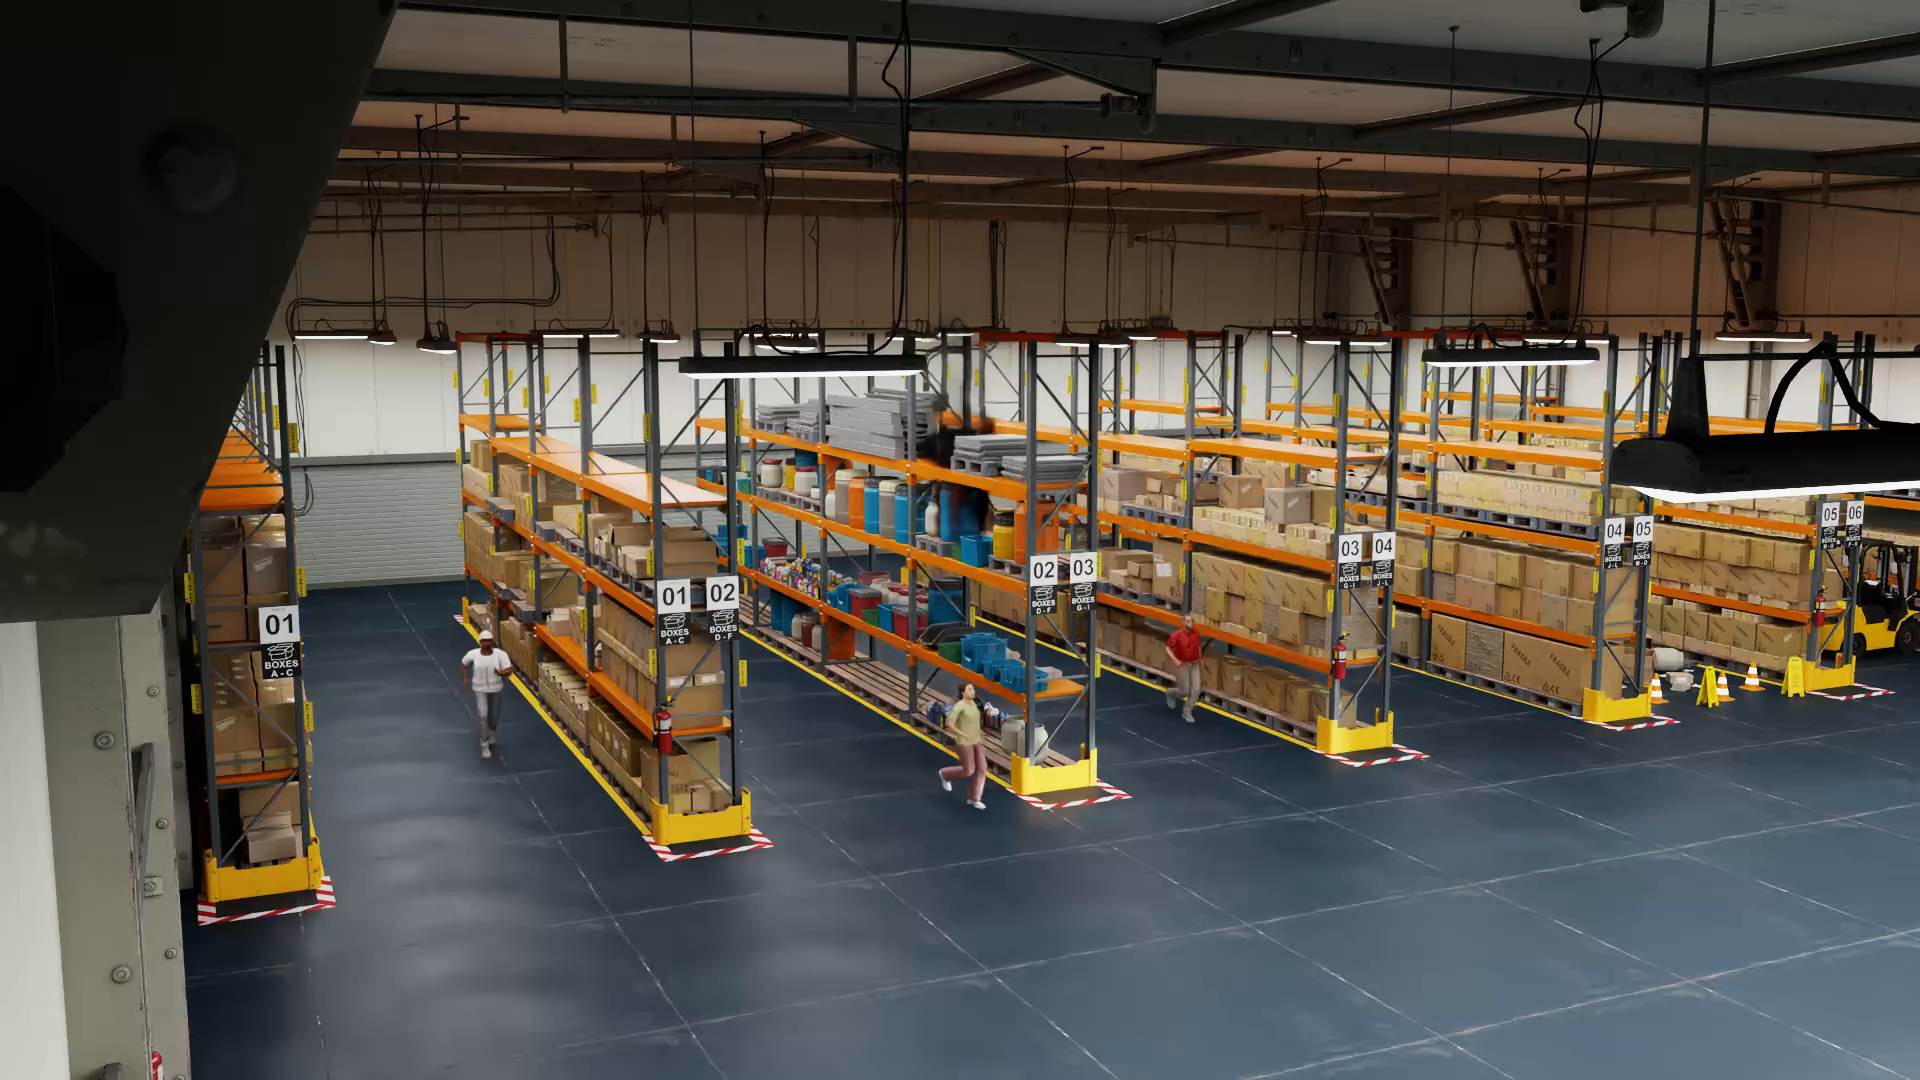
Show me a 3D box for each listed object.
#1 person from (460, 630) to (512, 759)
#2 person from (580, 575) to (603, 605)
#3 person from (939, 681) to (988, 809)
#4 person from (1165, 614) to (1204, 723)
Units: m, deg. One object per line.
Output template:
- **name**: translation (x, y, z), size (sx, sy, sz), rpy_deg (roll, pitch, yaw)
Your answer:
- **person**: translation (-6.841, 2.188, 24.092), size (0.692, 1.781, 0.922), rpy_deg (-3, 8, -22)
- **person**: translation (-7.743, 0.802, 34.688), size (0.673, 1.761, 0.845), rpy_deg (-7, 10, -41)
- **person**: translation (0.061, 2.634, 21.614), size (0.738, 1.656, 0.588), rpy_deg (6, 10, 37)
- **person**: translation (3.536, 1.994, 26.198), size (0.676, 1.699, 0.639), rpy_deg (-4, 9, -26)
